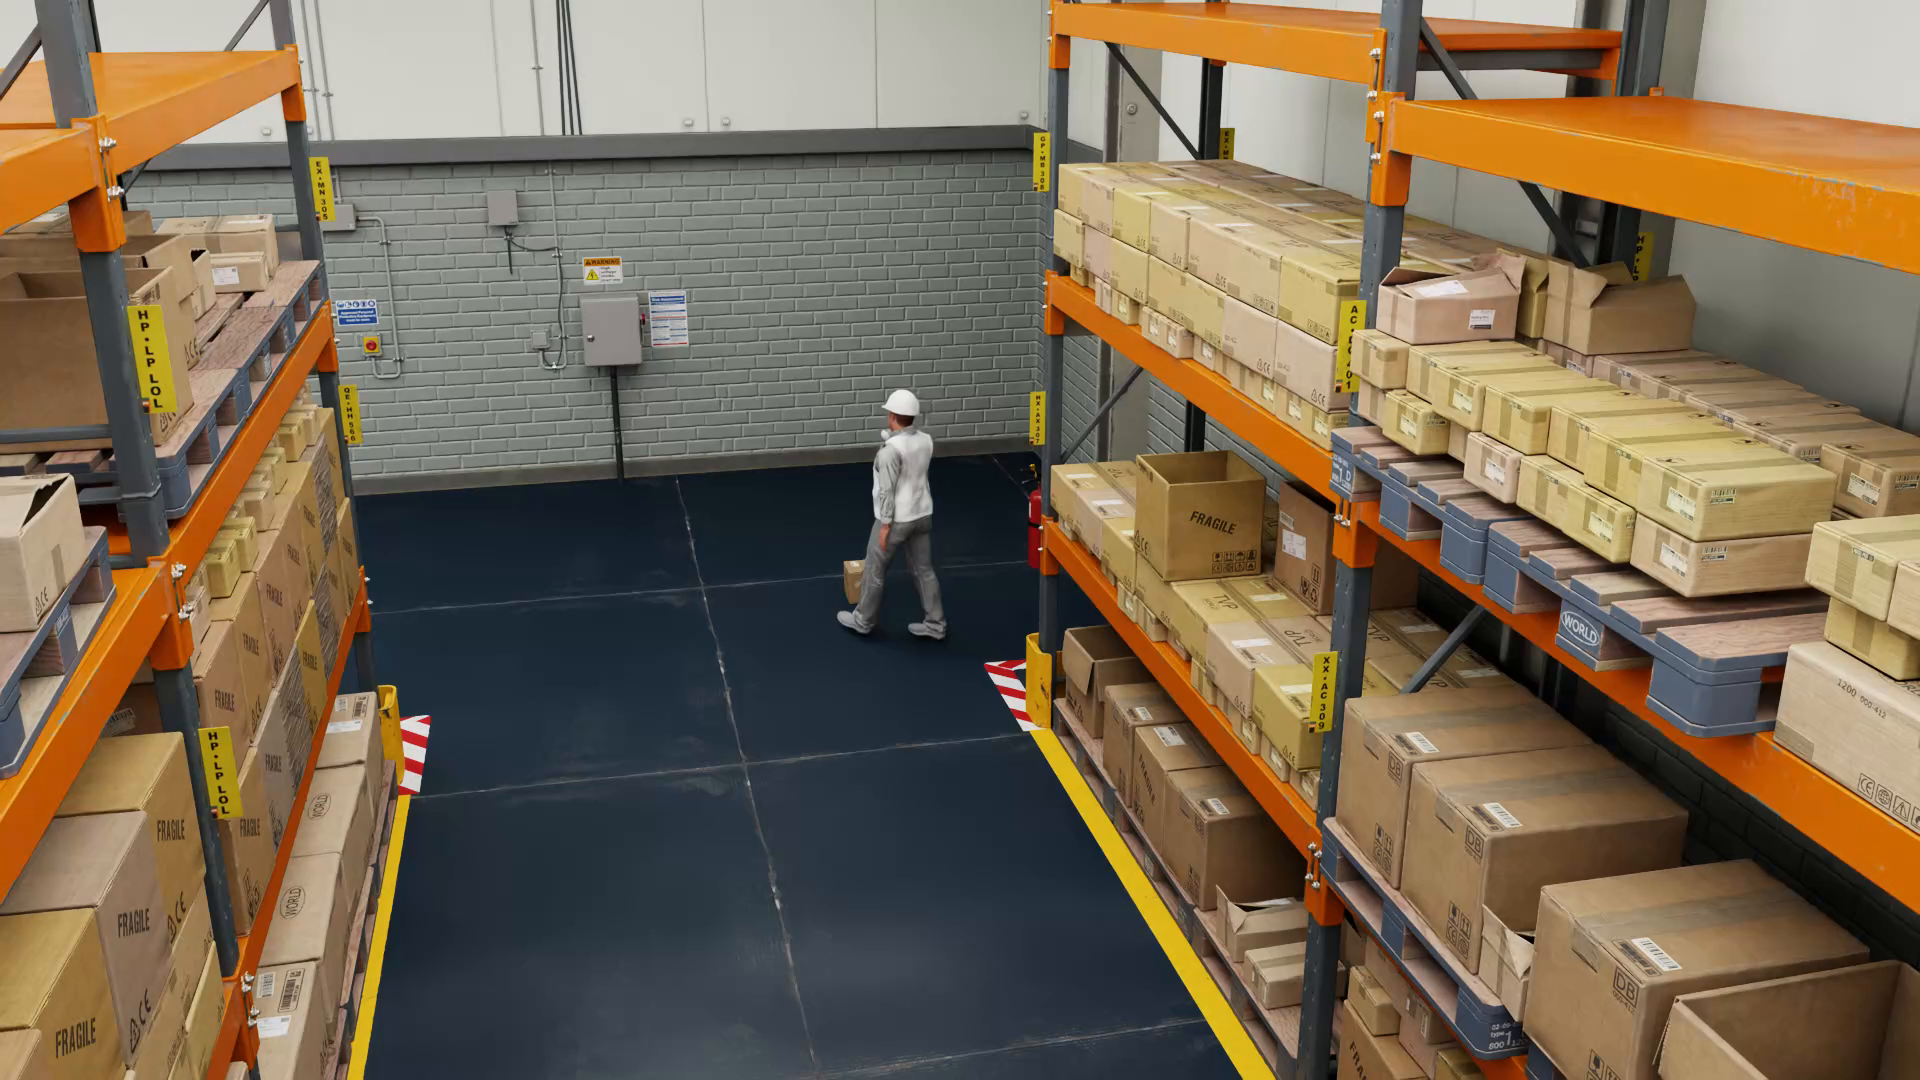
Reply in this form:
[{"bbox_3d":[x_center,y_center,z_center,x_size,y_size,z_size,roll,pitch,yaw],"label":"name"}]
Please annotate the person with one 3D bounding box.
[{"bbox_3d":[-0.454,-0.182,11.518,0.788,1.749,0.567,15,25,37],"label":"person"}]
